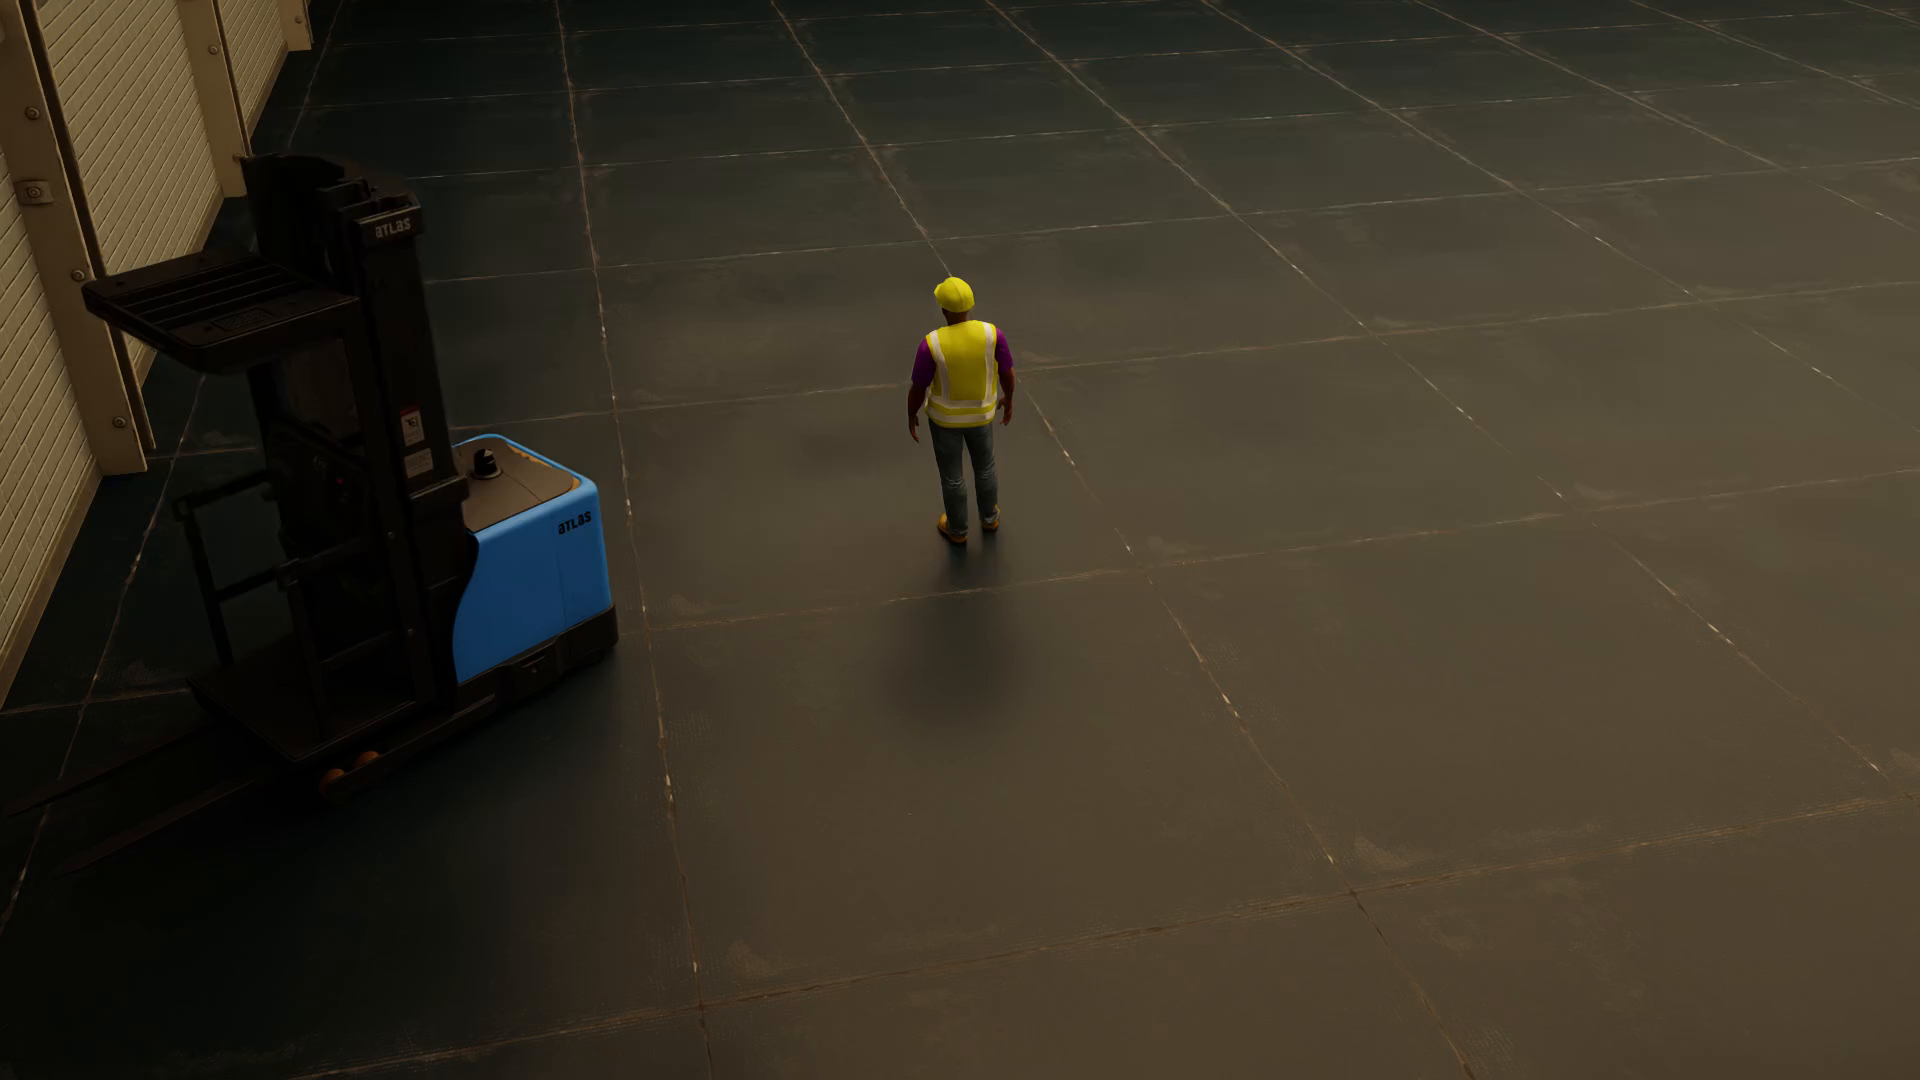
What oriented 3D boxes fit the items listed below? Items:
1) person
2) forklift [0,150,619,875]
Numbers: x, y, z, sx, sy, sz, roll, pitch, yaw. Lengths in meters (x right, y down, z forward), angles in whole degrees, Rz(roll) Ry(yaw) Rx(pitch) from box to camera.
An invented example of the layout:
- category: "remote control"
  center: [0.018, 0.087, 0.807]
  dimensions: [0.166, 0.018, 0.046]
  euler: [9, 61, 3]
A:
- category: "person"
  center: [-0.010, -0.805, 10.113]
  dimensions: [0.665, 1.765, 0.577]
  euler: [-7, 31, -12]
- category: "forklift"
  center: [-3.276, -0.252, 8.009]
  dimensions: [1.130, 2.935, 3.031]
  euler: [24, 38, 35]
